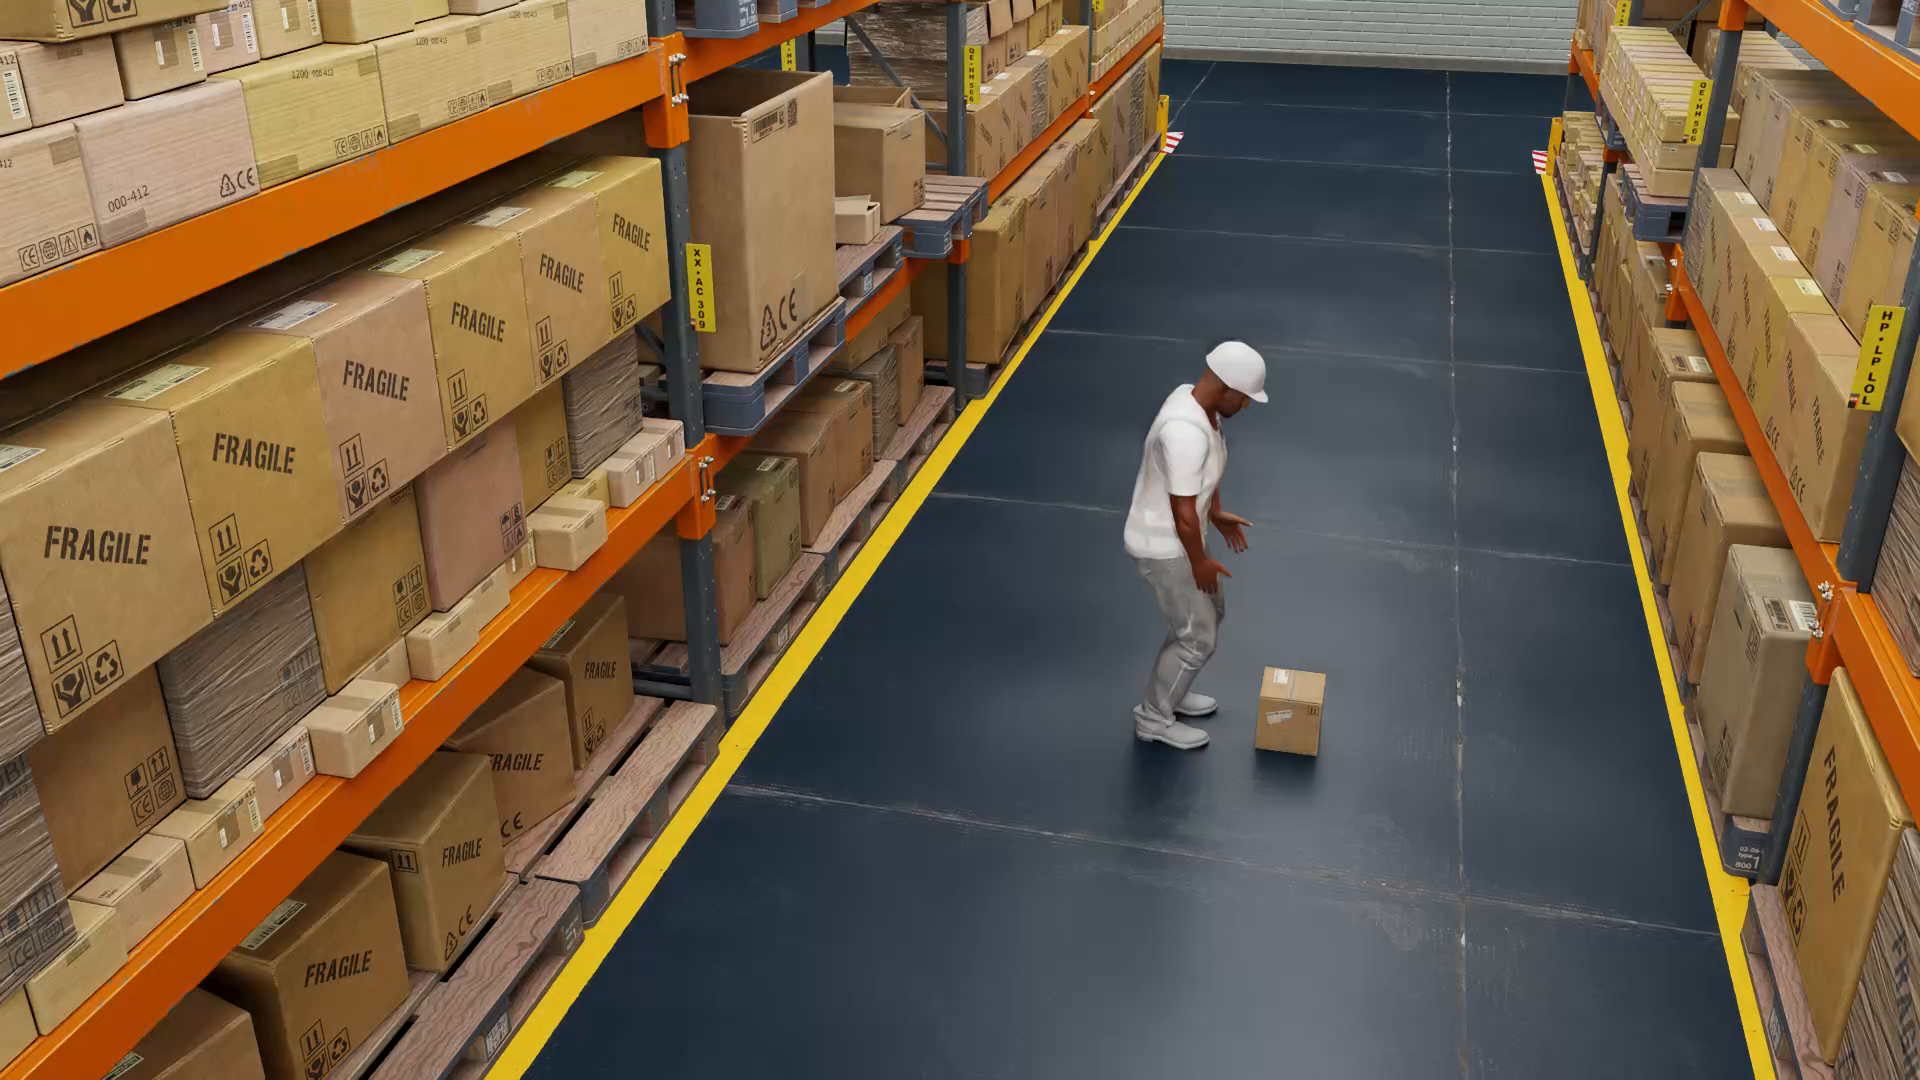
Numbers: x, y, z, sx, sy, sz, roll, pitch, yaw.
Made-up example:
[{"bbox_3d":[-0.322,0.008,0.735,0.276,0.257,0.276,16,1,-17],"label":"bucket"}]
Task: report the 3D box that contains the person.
[{"bbox_3d":[0.930,0.001,6.684,0.511,1.679,0.599,7,26,14],"label":"person"}]
